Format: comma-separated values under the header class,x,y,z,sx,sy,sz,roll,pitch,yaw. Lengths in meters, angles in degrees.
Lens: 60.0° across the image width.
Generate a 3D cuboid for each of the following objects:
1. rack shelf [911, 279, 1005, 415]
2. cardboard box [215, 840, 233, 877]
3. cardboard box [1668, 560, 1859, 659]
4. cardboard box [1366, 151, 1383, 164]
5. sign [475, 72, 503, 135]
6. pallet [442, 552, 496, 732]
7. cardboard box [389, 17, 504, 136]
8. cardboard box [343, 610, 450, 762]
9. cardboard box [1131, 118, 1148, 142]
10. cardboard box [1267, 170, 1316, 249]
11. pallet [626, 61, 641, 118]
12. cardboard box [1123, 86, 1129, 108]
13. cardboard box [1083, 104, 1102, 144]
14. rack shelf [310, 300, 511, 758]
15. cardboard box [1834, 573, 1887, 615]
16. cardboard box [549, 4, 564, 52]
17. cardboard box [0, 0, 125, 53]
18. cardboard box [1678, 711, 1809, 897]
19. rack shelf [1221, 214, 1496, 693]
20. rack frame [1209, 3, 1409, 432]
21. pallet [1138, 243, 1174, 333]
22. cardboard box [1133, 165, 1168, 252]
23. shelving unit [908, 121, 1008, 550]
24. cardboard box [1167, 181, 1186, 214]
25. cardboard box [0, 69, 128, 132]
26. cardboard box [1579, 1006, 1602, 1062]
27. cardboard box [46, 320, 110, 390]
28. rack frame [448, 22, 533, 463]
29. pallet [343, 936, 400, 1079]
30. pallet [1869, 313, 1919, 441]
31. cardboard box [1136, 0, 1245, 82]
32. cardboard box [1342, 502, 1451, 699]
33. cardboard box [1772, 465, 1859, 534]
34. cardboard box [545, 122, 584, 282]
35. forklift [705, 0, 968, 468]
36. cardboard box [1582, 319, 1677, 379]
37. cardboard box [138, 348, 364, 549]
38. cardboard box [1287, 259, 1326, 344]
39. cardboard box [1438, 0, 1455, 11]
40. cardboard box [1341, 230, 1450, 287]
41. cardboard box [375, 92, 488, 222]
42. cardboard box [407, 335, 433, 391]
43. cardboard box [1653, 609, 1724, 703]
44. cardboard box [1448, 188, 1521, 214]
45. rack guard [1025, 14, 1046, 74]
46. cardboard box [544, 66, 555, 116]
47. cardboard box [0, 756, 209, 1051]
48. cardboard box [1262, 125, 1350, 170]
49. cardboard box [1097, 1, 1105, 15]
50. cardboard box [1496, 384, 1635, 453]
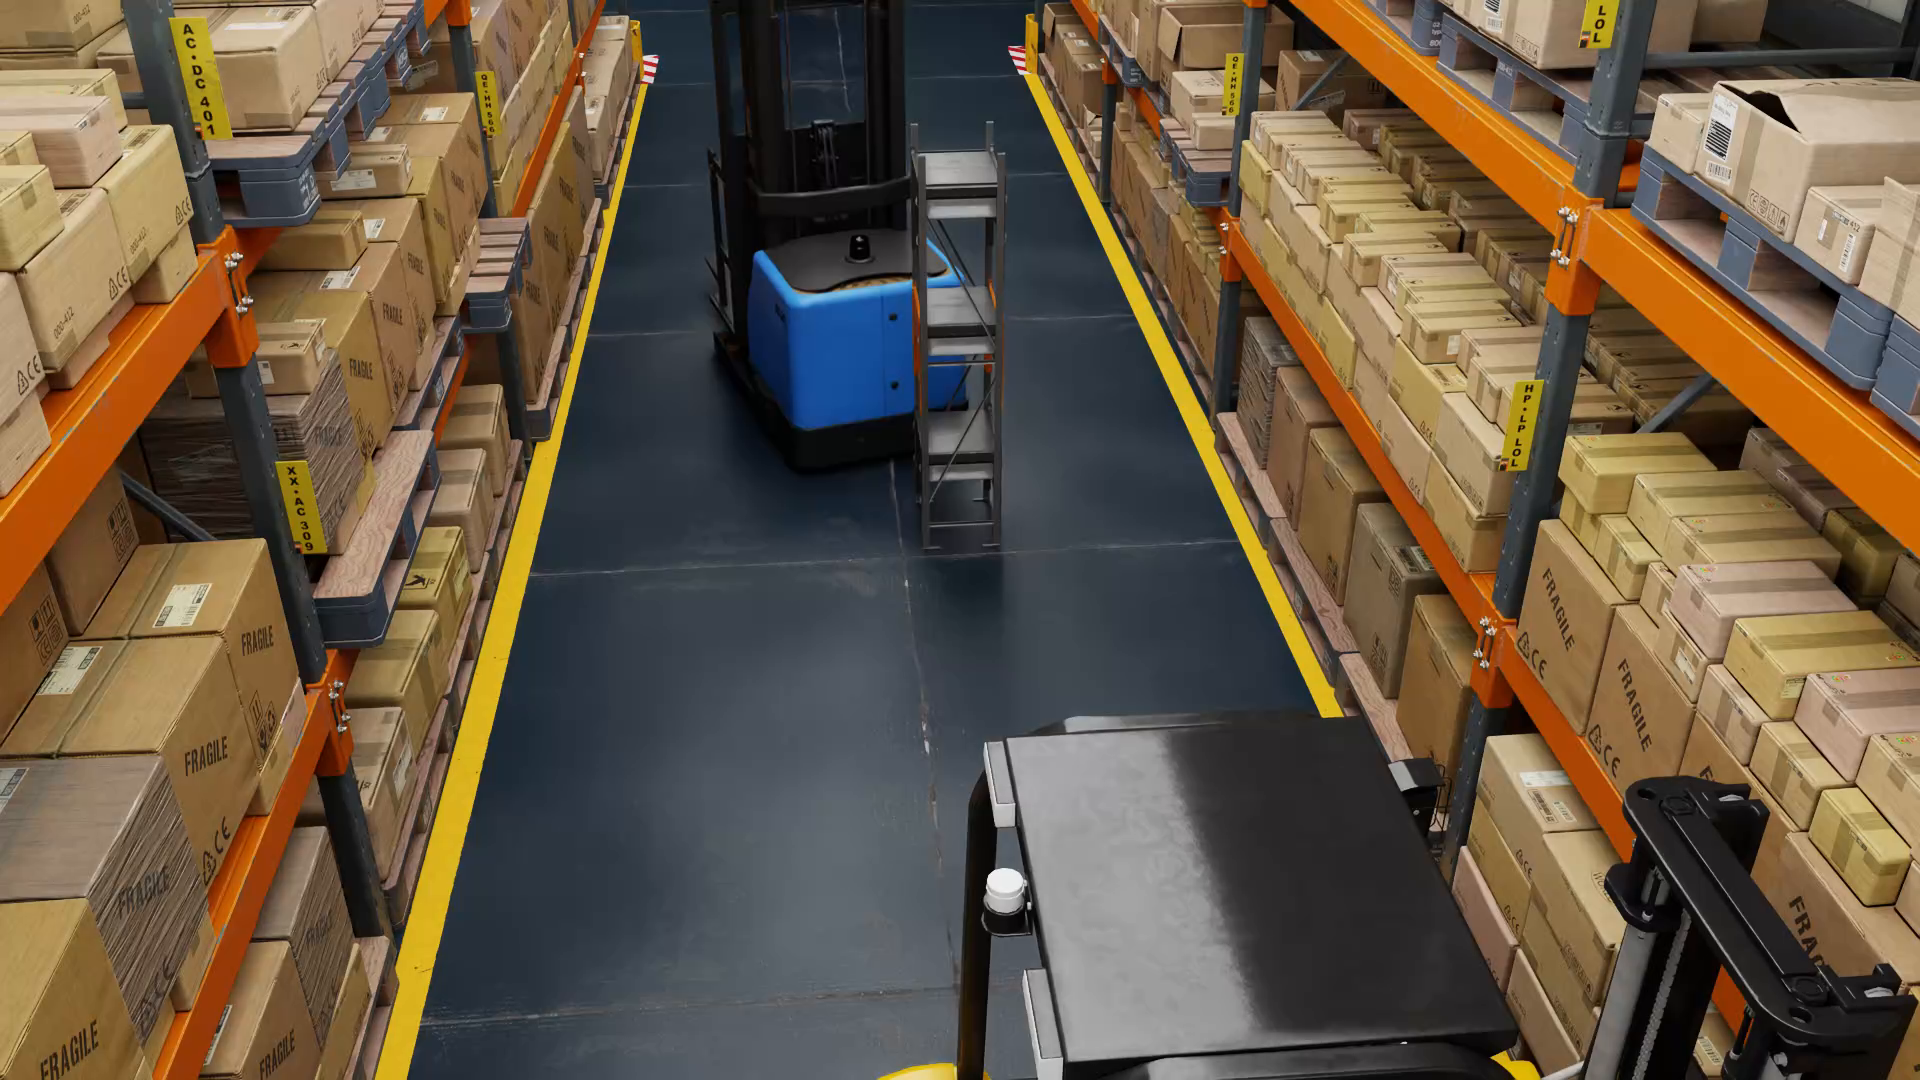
class,x,y,z,sx,sy,sz,roll,pitch,yaw
rack shelf,-0.015,-0.974,8.360,0.431,0.518,0.480,-3,31,-5
cardboard box,-2.270,0.824,4.690,0.380,0.149,0.250,-3,31,-4
cardboard box,2.165,0.186,4.492,0.380,0.149,0.250,-2,31,-3
cardboard box,2.306,-1.913,8.687,0.500,0.250,0.500,-2,31,-3
sign,-2.415,-2.233,8.512,0.100,0.325,0.005,-3,31,-5
pallet,-2.772,0.478,7.743,1.003,0.211,1.213,-3,31,-5
cardboard box,-2.757,-2.475,8.896,0.500,0.500,0.500,-4,31,-6
cardboard box,-2.702,0.616,6.946,0.950,0.372,0.625,-1,31,-1
cardboard box,1.485,-3.073,12.365,0.380,0.149,0.250,-4,31,-6
cardboard box,1.831,-1.635,8.221,0.500,0.250,0.500,-2,31,-3
pallet,-3.549,-4.222,15.613,1.003,0.211,1.213,-3,31,-5
cardboard box,1.443,-3.341,12.525,0.380,0.149,0.250,-3,31,-5
cardboard box,1.236,-3.480,13.908,0.396,0.266,0.258,-2,31,-3
rack shelf,-2.767,-0.409,7.212,1.077,0.370,4.000,-3,31,-5
cardboard box,2.721,0.155,4.835,0.380,0.149,0.250,-2,31,-3
cardboard box,-2.990,-3.463,11.282,0.500,0.250,0.500,-2,31,-3
cardboard box,-2.761,-1.605,4.836,0.500,0.250,0.500,-2,31,-3
cardboard box,2.256,0.783,4.416,0.500,0.500,0.500,-3,31,-5
rack shelf,2.174,-0.649,7.613,1.077,0.370,4.000,-3,31,-5
rack frame,1.988,-1.979,9.138,1.000,3.000,0.127,-3,31,-5
pallet,1.845,-1.786,11.535,1.003,0.211,1.213,-3,31,-5
cardboard box,1.537,-2.344,11.777,0.500,0.500,0.500,-4,31,-6
shelving unit,-0.015,-0.986,8.353,0.431,2.100,0.503,-3,31,-5
cardboard box,1.593,-2.283,11.042,0.380,0.149,0.250,-4,31,-7
cardboard box,-2.333,-1.068,4.155,0.380,0.149,0.250,-2,31,-4
cardboard box,2.184,1.625,4.889,0.500,0.250,0.500,-3,31,-5
cardboard box,-2.263,-0.468,3.928,0.380,0.149,0.250,-2,31,-4
rack frame,-2.954,-1.739,8.737,1.000,3.000,0.127,-3,31,-5
pallet,-2.482,1.841,5.461,1.003,0.211,1.213,-3,31,-5
pallet,2.578,-0.131,3.205,1.003,0.211,1.213,-3,31,-5
cardboard box,1.558,-3.322,10.879,0.700,0.500,0.500,-3,31,-5
cardboard box,2.237,0.240,7.329,0.875,0.625,0.625,-3,31,-5
cardboard box,2.674,-0.107,4.984,0.380,0.149,0.250,-4,31,-6
cardboard box,-3.098,-2.276,11.298,0.875,0.875,0.875,-2,31,-3
forklift,-0.942,-2.403,9.914,1.130,2.935,3.031,-11,33,-17
cardboard box,2.547,-0.715,6.292,0.380,0.149,0.250,-3,31,-5
cardboard box,-2.339,-0.301,5.532,0.500,0.500,0.500,-2,31,-3
cardboard box,1.883,-1.157,7.907,0.500,0.250,0.500,-4,31,-6
cardboard box,1.979,-2.159,6.094,0.500,0.311,0.500,-4,31,-6
cardboard box,1.858,-1.204,7.111,0.380,0.149,0.250,-4,31,-6
cardboard box,-2.635,-1.871,8.161,0.500,0.500,0.500,-4,31,-6
cardboard box,-2.411,-0.734,6.888,0.380,0.149,0.250,-2,31,-3
cardboard box,2.156,0.311,4.575,0.380,0.149,0.250,-2,31,-3
cardboard box,2.464,-1.498,7.603,0.380,0.149,0.250,-3,31,-5
rack guard,1.247,-4.951,16.552,1.175,0.500,0.348,-3,31,-5
cardboard box,-2.960,-2.981,10.963,0.500,0.250,0.500,-4,31,-6
cardboard box,-2.183,0.874,3.973,0.500,0.500,0.500,-2,31,-3
cardboard box,1.750,-1.987,8.422,0.380,0.149,0.250,-2,31,-4
cardboard box,1.287,-4.196,13.094,0.380,0.149,0.250,-2,31,-3
cardboard box,2.108,-0.422,5.801,0.380,0.149,0.250,-2,31,-3
